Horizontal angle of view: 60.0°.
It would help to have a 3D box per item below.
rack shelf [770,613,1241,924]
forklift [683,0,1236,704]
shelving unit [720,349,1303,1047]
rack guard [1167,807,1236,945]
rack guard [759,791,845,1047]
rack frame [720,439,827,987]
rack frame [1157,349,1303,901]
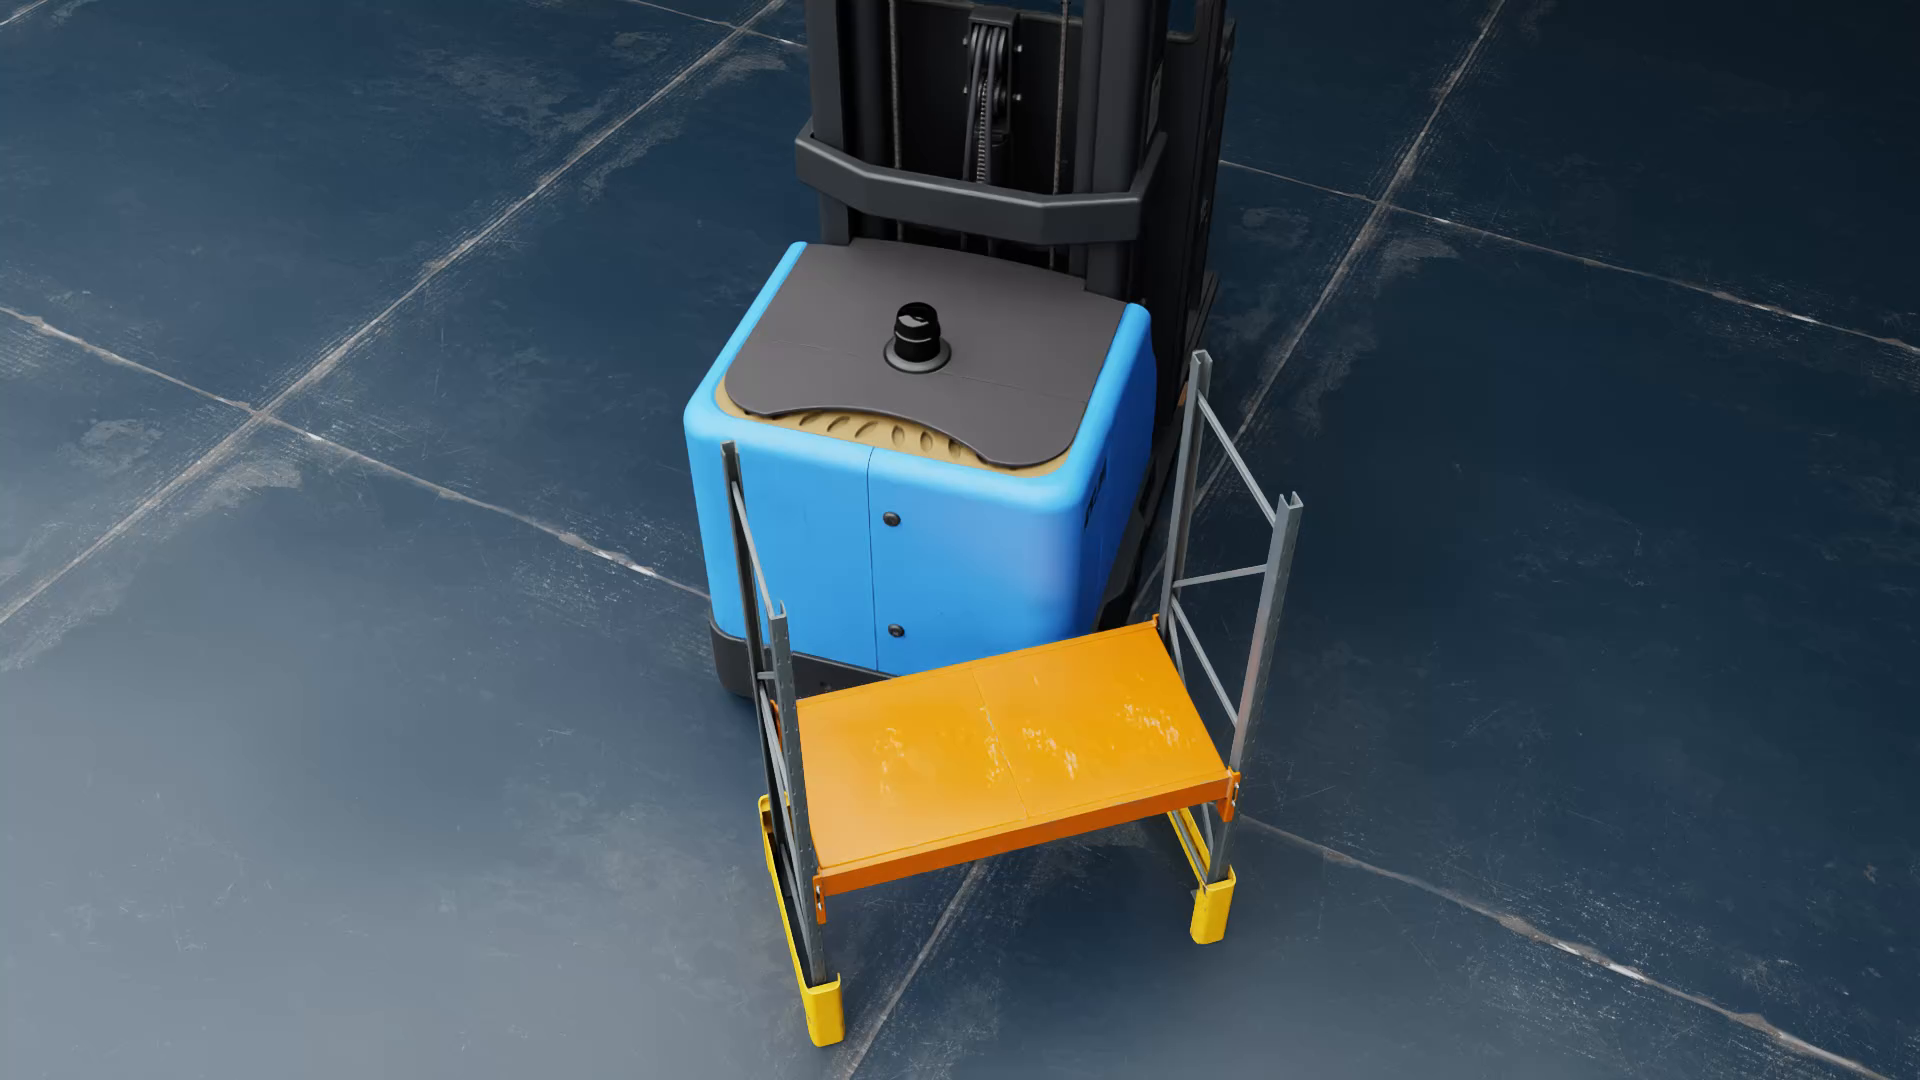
[{"bbox_3d":[0.090,0.522,3.932,1.000,0.185,0.538,-12,47,-11],"label":"rack shelf"},{"bbox_3d":[0.226,-1.480,4.652,1.130,2.935,3.031,12,47,12],"label":"forklift"},{"bbox_3d":[0.081,0.398,3.802,1.083,1.500,0.587,-12,47,-11],"label":"shelving unit"},{"bbox_3d":[0.559,0.737,4.345,0.087,0.250,0.587,-12,47,-11],"label":"rack guard"},{"bbox_3d":[-0.396,0.937,4.148,0.087,0.250,0.587,-12,47,-11],"label":"rack guard"},{"bbox_3d":[-0.398,0.498,3.704,0.032,1.500,0.500,-12,47,-11],"label":"rack frame"},{"bbox_3d":[0.578,0.294,3.905,0.032,1.500,0.500,-12,47,-11],"label":"rack frame"}]
